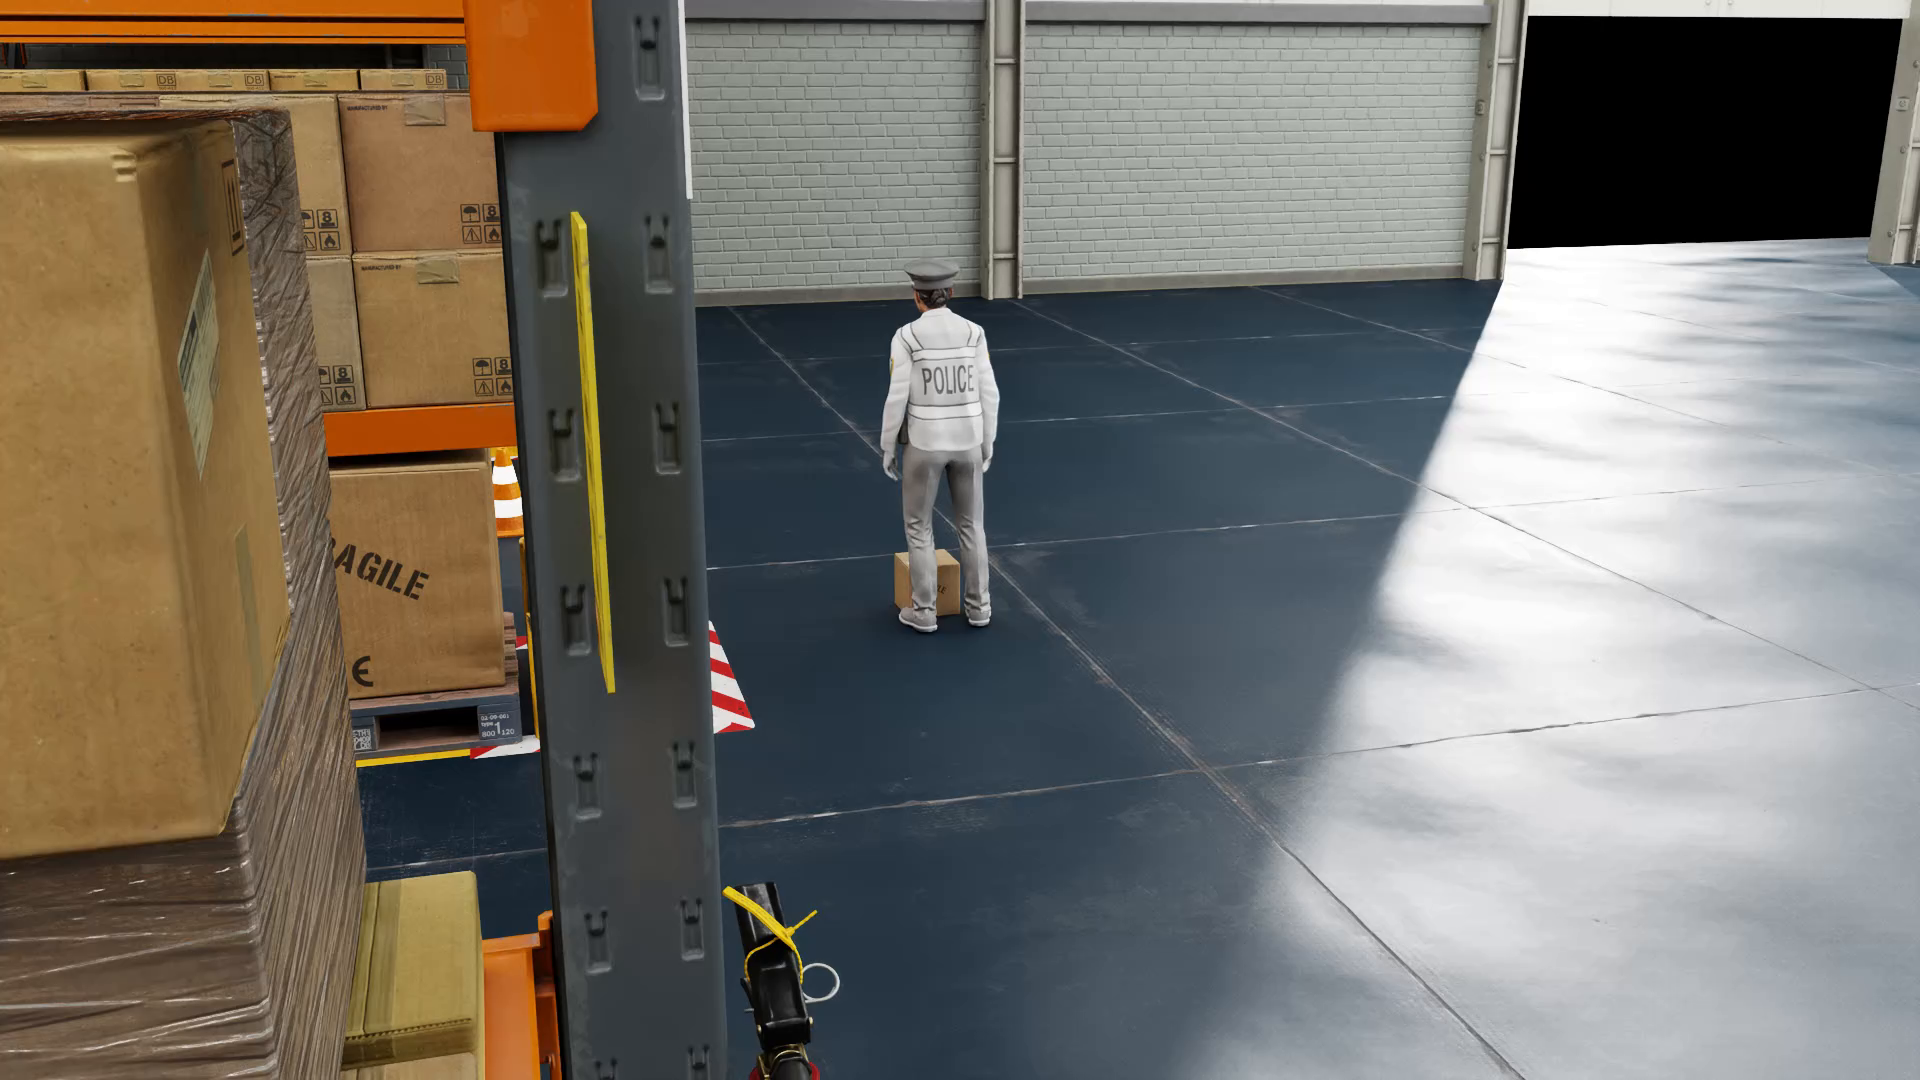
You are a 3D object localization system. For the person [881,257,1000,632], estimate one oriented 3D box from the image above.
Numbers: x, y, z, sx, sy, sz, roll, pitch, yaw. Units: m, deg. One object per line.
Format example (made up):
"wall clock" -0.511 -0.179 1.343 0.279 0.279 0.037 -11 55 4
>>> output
"person" -0.090 -0.409 7.444 0.540 1.664 0.375 -5 17 -17
